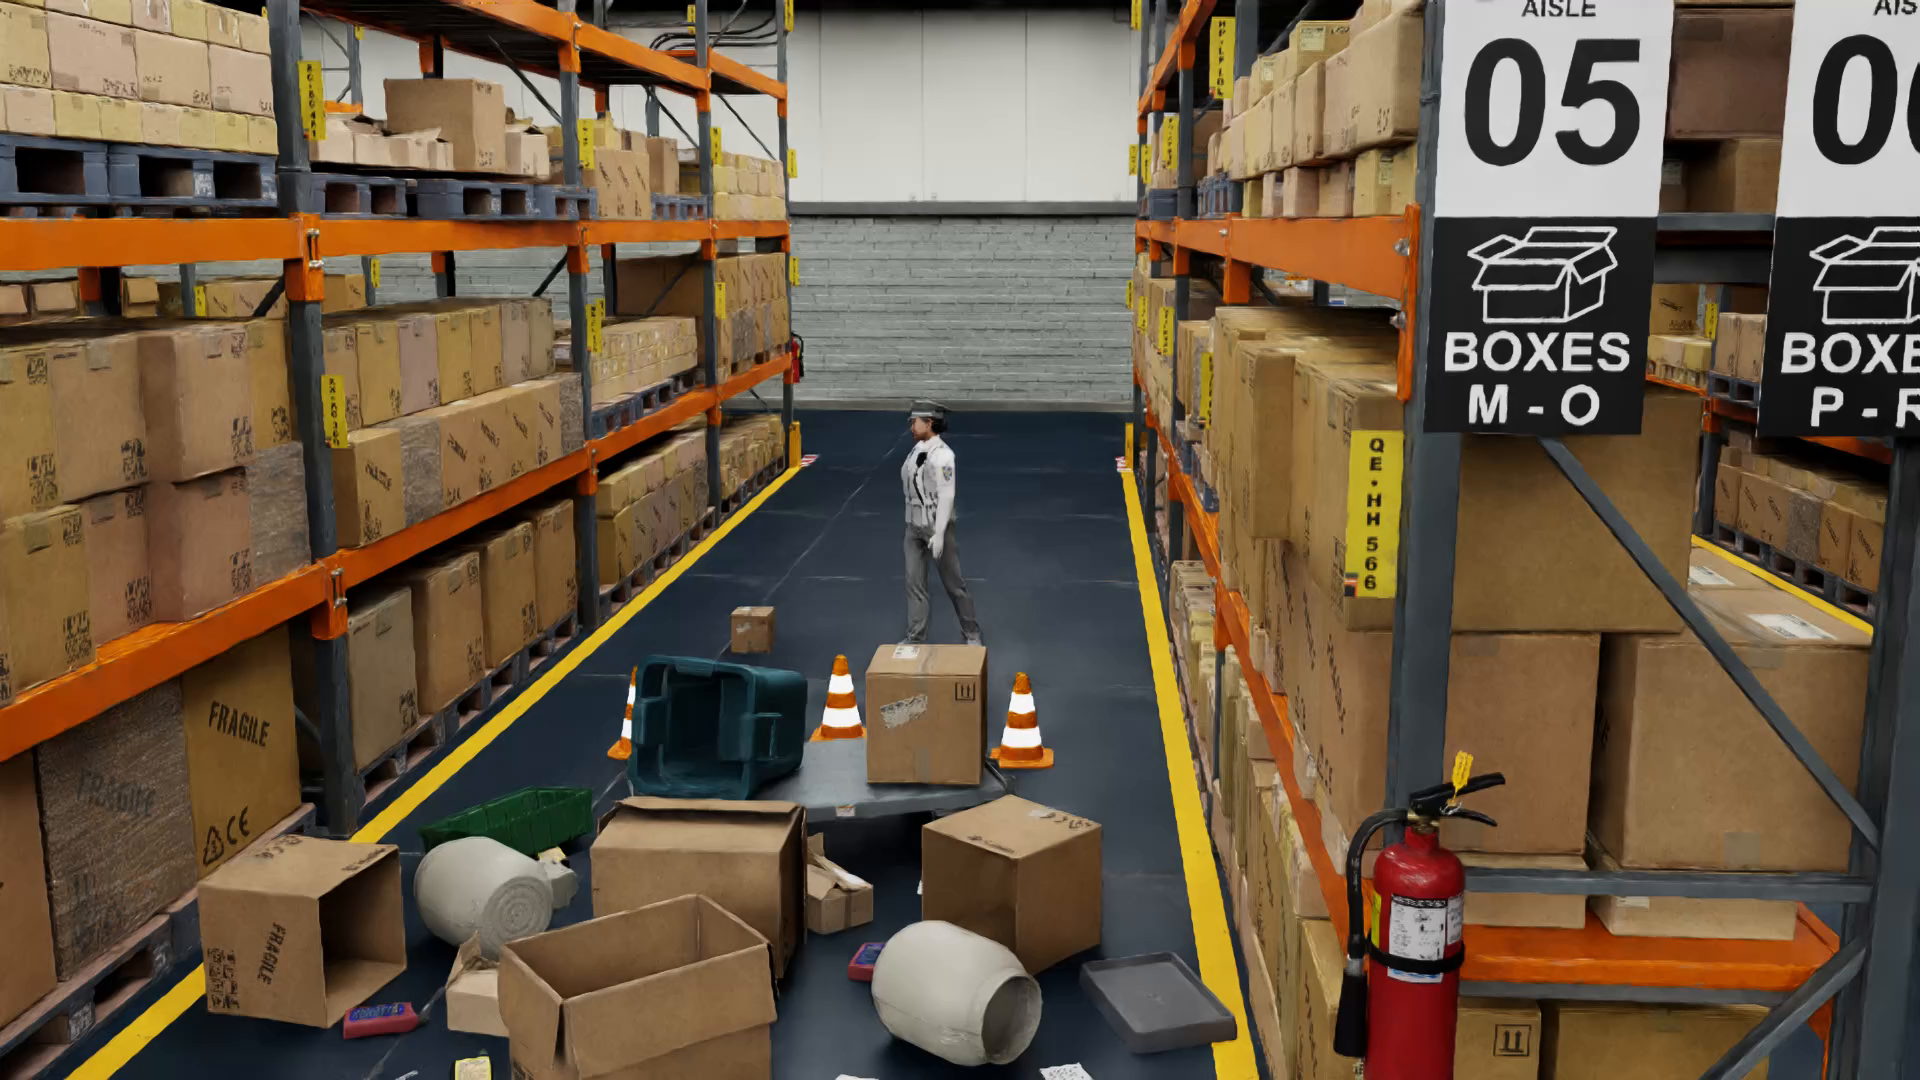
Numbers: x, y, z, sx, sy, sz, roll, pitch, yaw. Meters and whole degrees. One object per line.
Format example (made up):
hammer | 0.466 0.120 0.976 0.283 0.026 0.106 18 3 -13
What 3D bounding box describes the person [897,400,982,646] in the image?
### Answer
person | -0.174 -0.076 10.783 0.618 1.671 0.589 -7 13 -31
